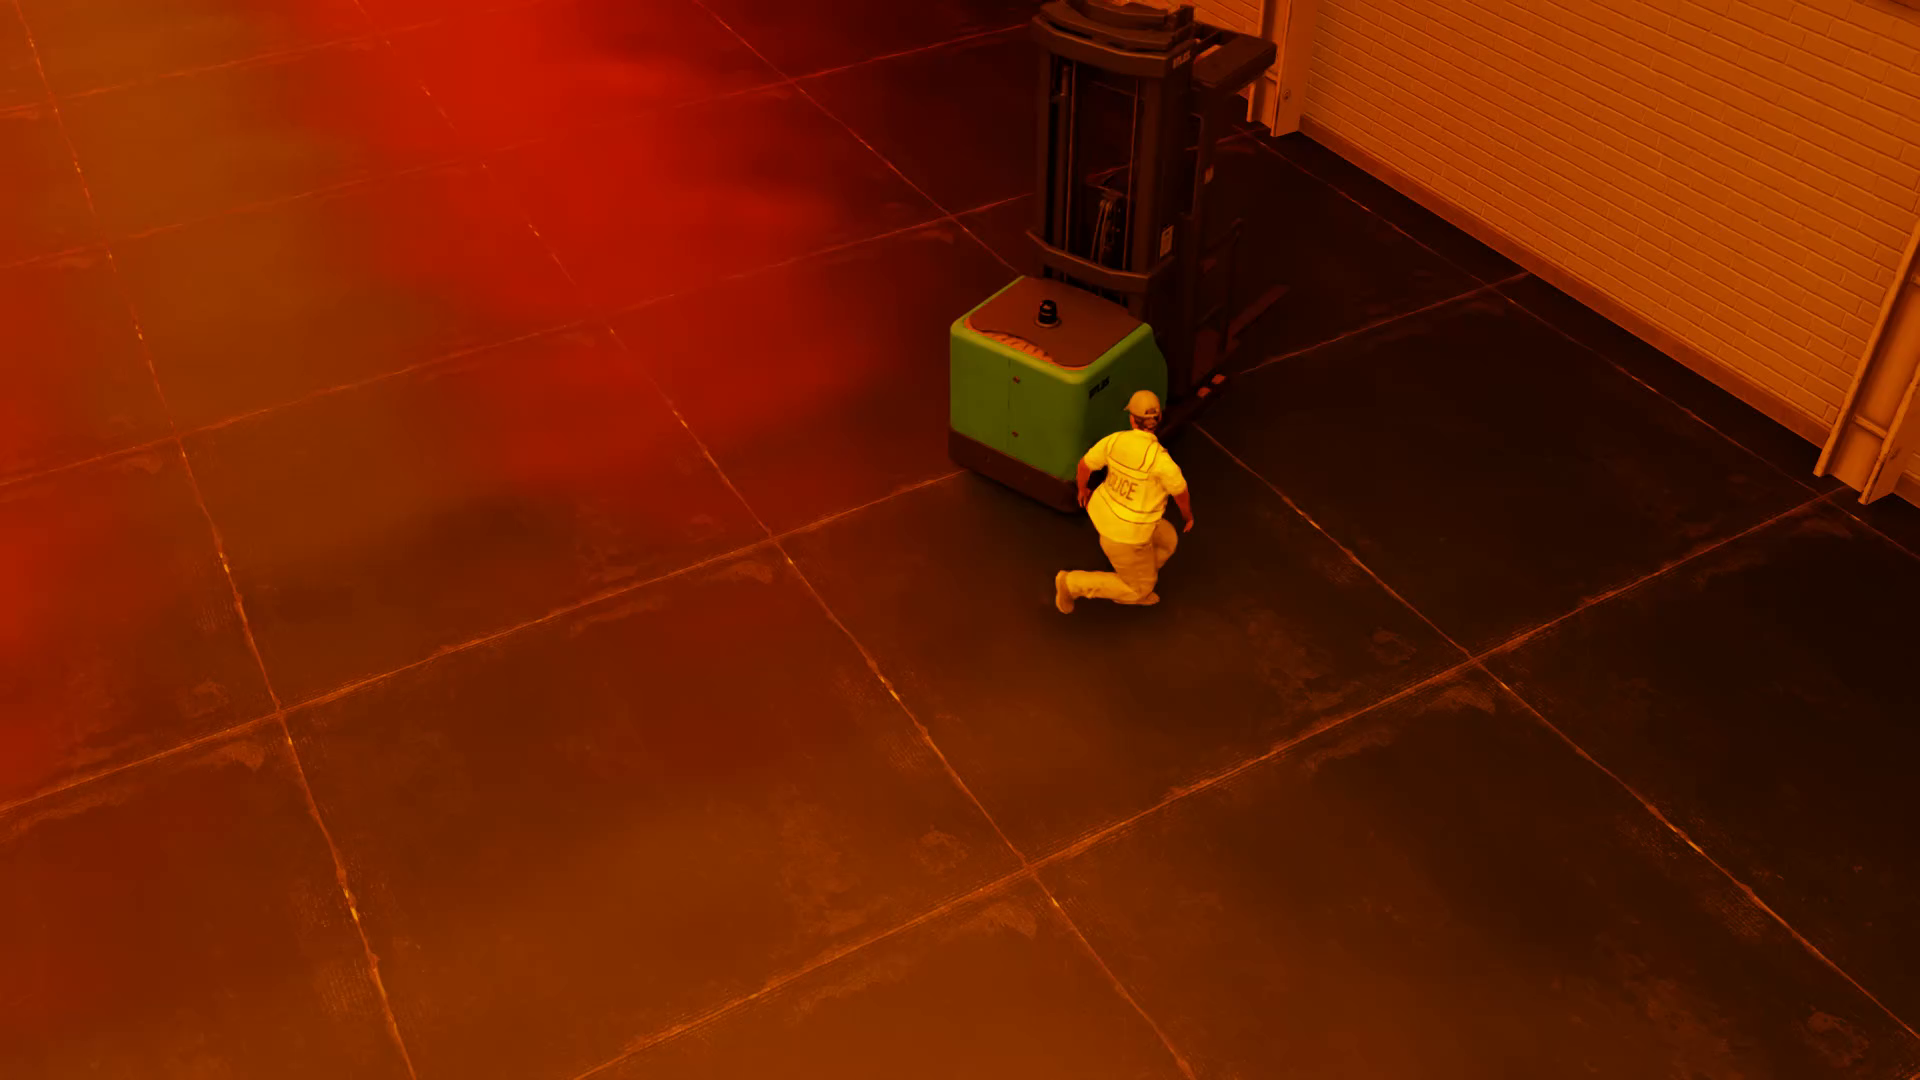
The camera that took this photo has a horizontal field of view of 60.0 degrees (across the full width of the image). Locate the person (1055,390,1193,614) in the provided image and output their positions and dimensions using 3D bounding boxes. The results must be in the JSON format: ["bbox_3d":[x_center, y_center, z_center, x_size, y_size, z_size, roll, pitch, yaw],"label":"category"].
[{"bbox_3d":[0.917,-0.179,9.457,0.778,1.445,0.598,-10,41,-12],"label":"person"}]

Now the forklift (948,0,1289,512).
[{"bbox_3d":[1.224,-2.185,10.671,1.130,2.935,3.031,26,46,28],"label":"forklift"}]
